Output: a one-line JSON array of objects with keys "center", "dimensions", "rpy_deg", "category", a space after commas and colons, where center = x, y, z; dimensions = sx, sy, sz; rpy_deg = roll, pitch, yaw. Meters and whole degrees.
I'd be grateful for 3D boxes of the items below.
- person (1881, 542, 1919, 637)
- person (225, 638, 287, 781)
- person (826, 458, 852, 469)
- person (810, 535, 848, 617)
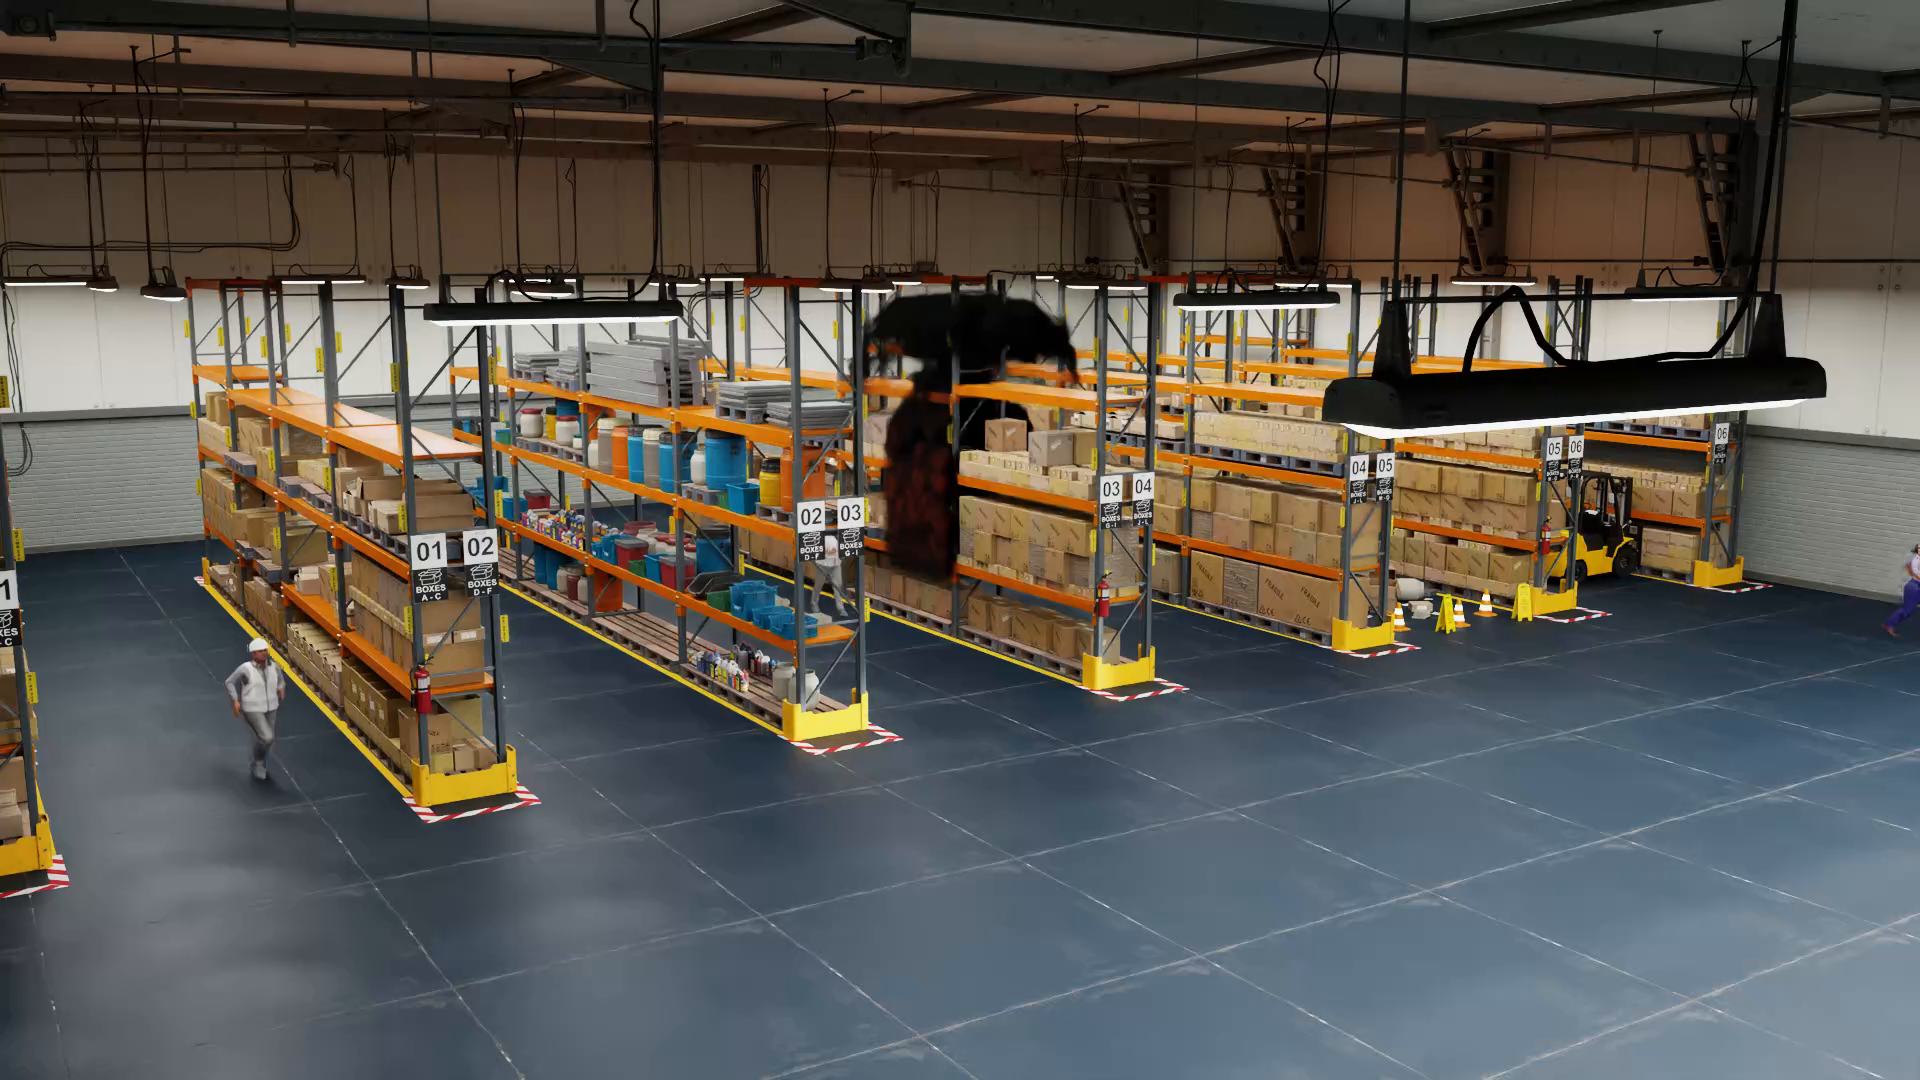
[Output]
[{"center": [16.003, 0.874, 27.865], "dimensions": [0.862, 1.701, 0.590], "rpy_deg": [9, 13, 43], "category": "person"}, {"center": [-8.556, 2.075, 20.383], "dimensions": [0.777, 1.766, 0.626], "rpy_deg": [7, 12, 35], "category": "person"}, {"center": [-3.076, -1.387, 40.900], "dimensions": [0.742, 1.785, 0.911], "rpy_deg": [5, 11, 28], "category": "person"}, {"center": [-2.240, 0.472, 28.475], "dimensions": [0.607, 1.709, 0.880], "rpy_deg": [-7, 12, -37], "category": "person"}]
